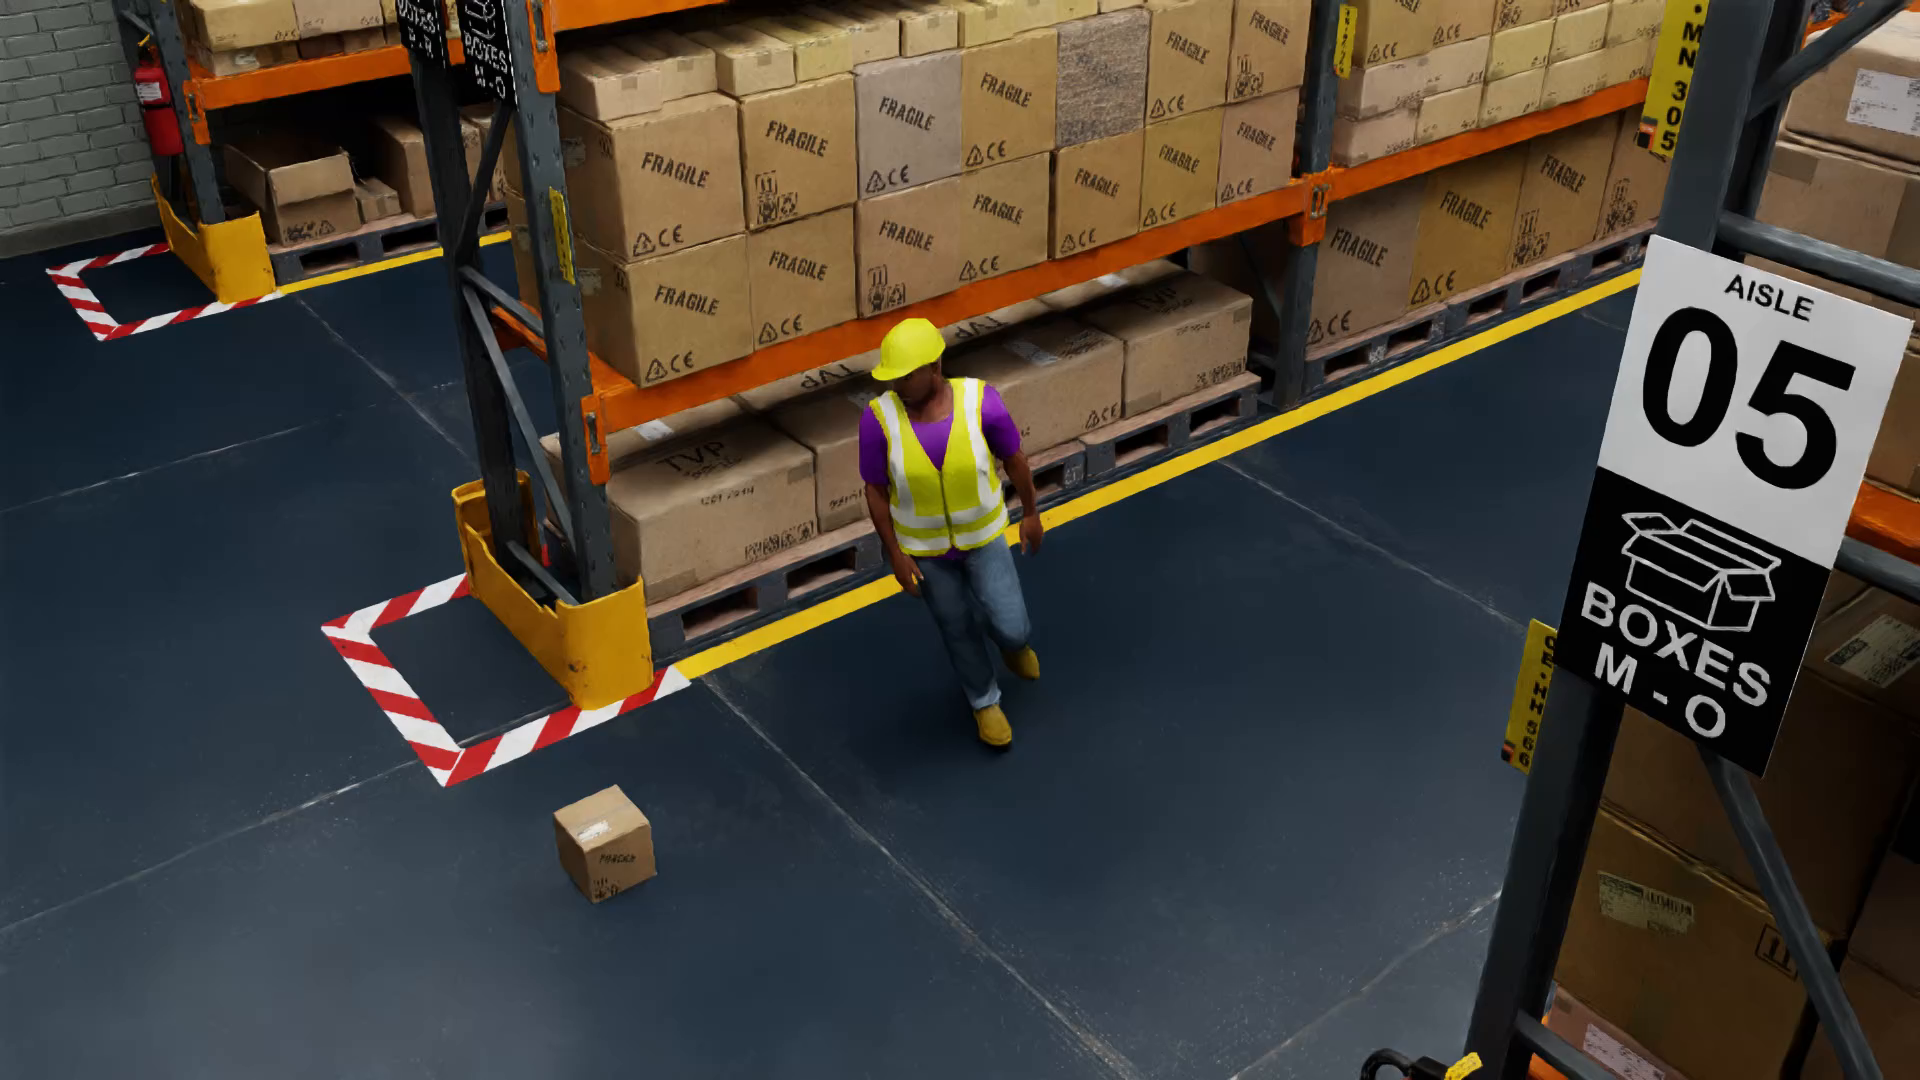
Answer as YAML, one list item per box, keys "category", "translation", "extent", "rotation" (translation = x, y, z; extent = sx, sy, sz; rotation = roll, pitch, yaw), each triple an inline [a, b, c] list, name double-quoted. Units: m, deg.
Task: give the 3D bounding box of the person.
- category: "person"
  translation: [-0.008, -0.026, 6.165]
  extent: [0.704, 1.745, 0.513]
  rotation: [-4, 32, -7]
